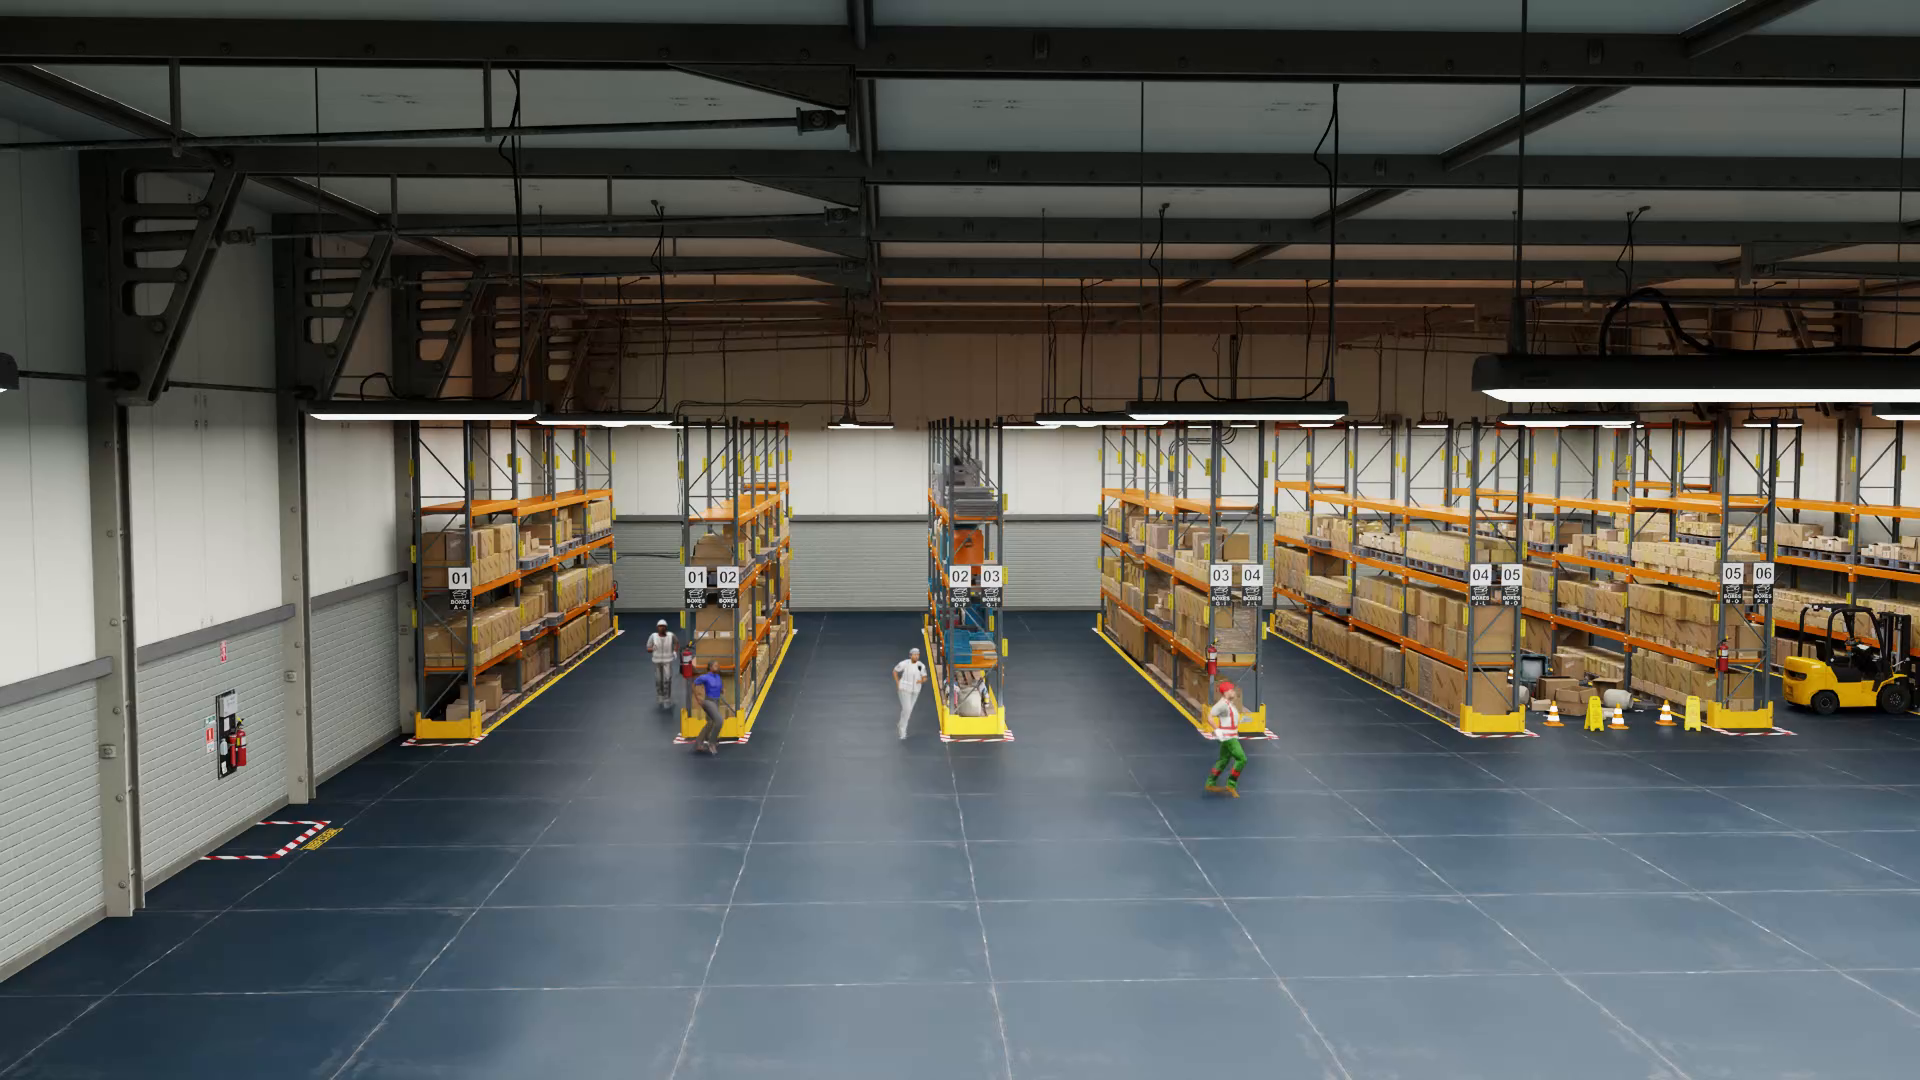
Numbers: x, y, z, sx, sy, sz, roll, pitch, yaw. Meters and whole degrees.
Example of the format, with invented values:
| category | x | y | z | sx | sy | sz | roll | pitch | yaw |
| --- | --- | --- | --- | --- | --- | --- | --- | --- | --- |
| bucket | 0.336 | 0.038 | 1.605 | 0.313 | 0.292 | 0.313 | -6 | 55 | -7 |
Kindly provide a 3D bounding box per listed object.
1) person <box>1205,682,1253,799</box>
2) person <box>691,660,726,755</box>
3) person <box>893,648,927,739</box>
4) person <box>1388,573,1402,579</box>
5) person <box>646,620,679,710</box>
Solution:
| category | x | y | z | sx | sy | sz | roll | pitch | yaw |
| --- | --- | --- | --- | --- | --- | --- | --- | --- | --- |
| person | 4.204 | 3.132 | 26.022 | 0.747 | 1.828 | 0.642 | 1 | 4 | 15 |
| person | -4.434 | 2.984 | 29.668 | 0.652 | 1.653 | 0.578 | 1 | 4 | 21 |
| person | -0.942 | 2.877 | 31.293 | 0.612 | 1.703 | 0.677 | -2 | 4 | -27 |
| person | 12.871 | 1.628 | 49.273 | 0.774 | 1.827 | 0.655 | 0 | 4 | -6 |
| person | -6.173 | 2.569 | 34.510 | 0.657 | 1.835 | 0.763 | 0 | 4 | -7 |
